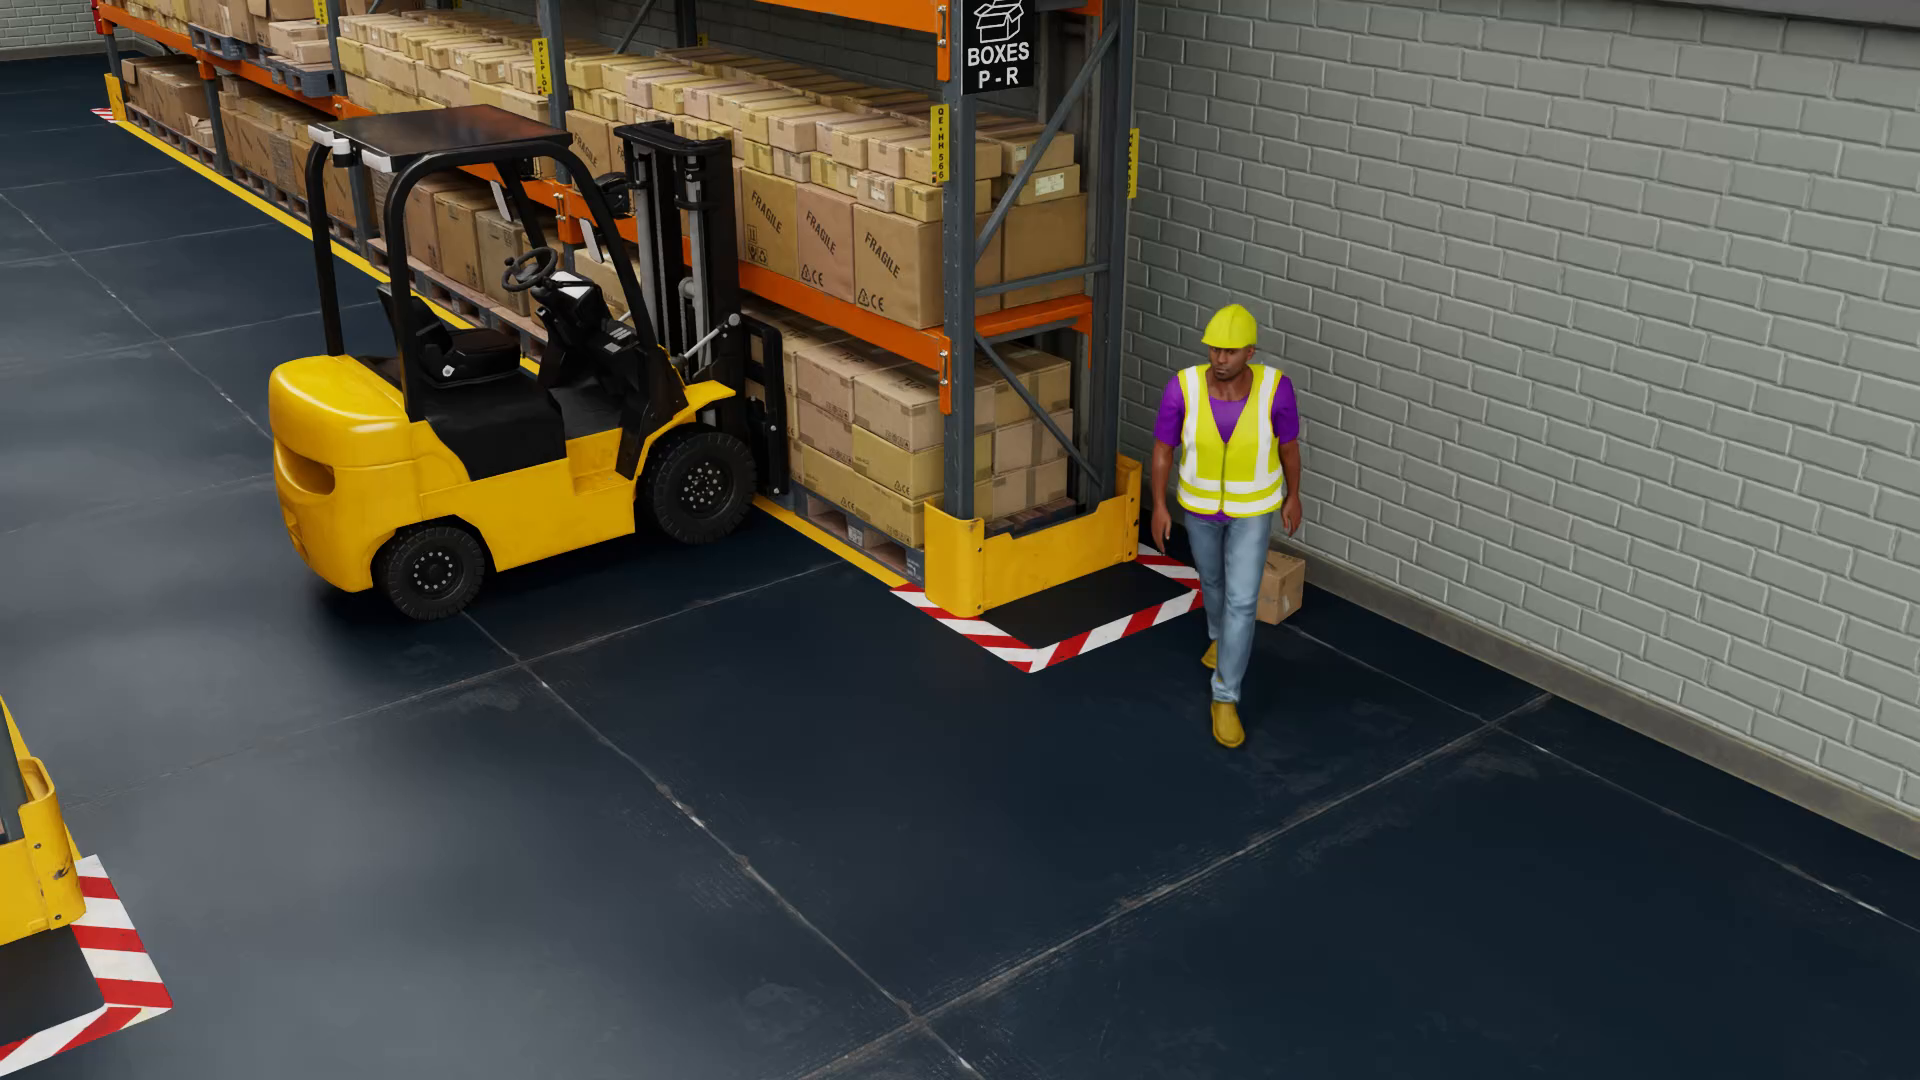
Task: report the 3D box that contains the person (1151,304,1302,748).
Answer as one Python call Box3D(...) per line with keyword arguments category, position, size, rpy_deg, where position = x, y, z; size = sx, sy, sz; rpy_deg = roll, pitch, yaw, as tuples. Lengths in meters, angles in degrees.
Box3D(category="person", position=(1.080, -0.132, 6.859), size=(0.605, 1.735, 0.878), rpy_deg=(9, 26, 18))
